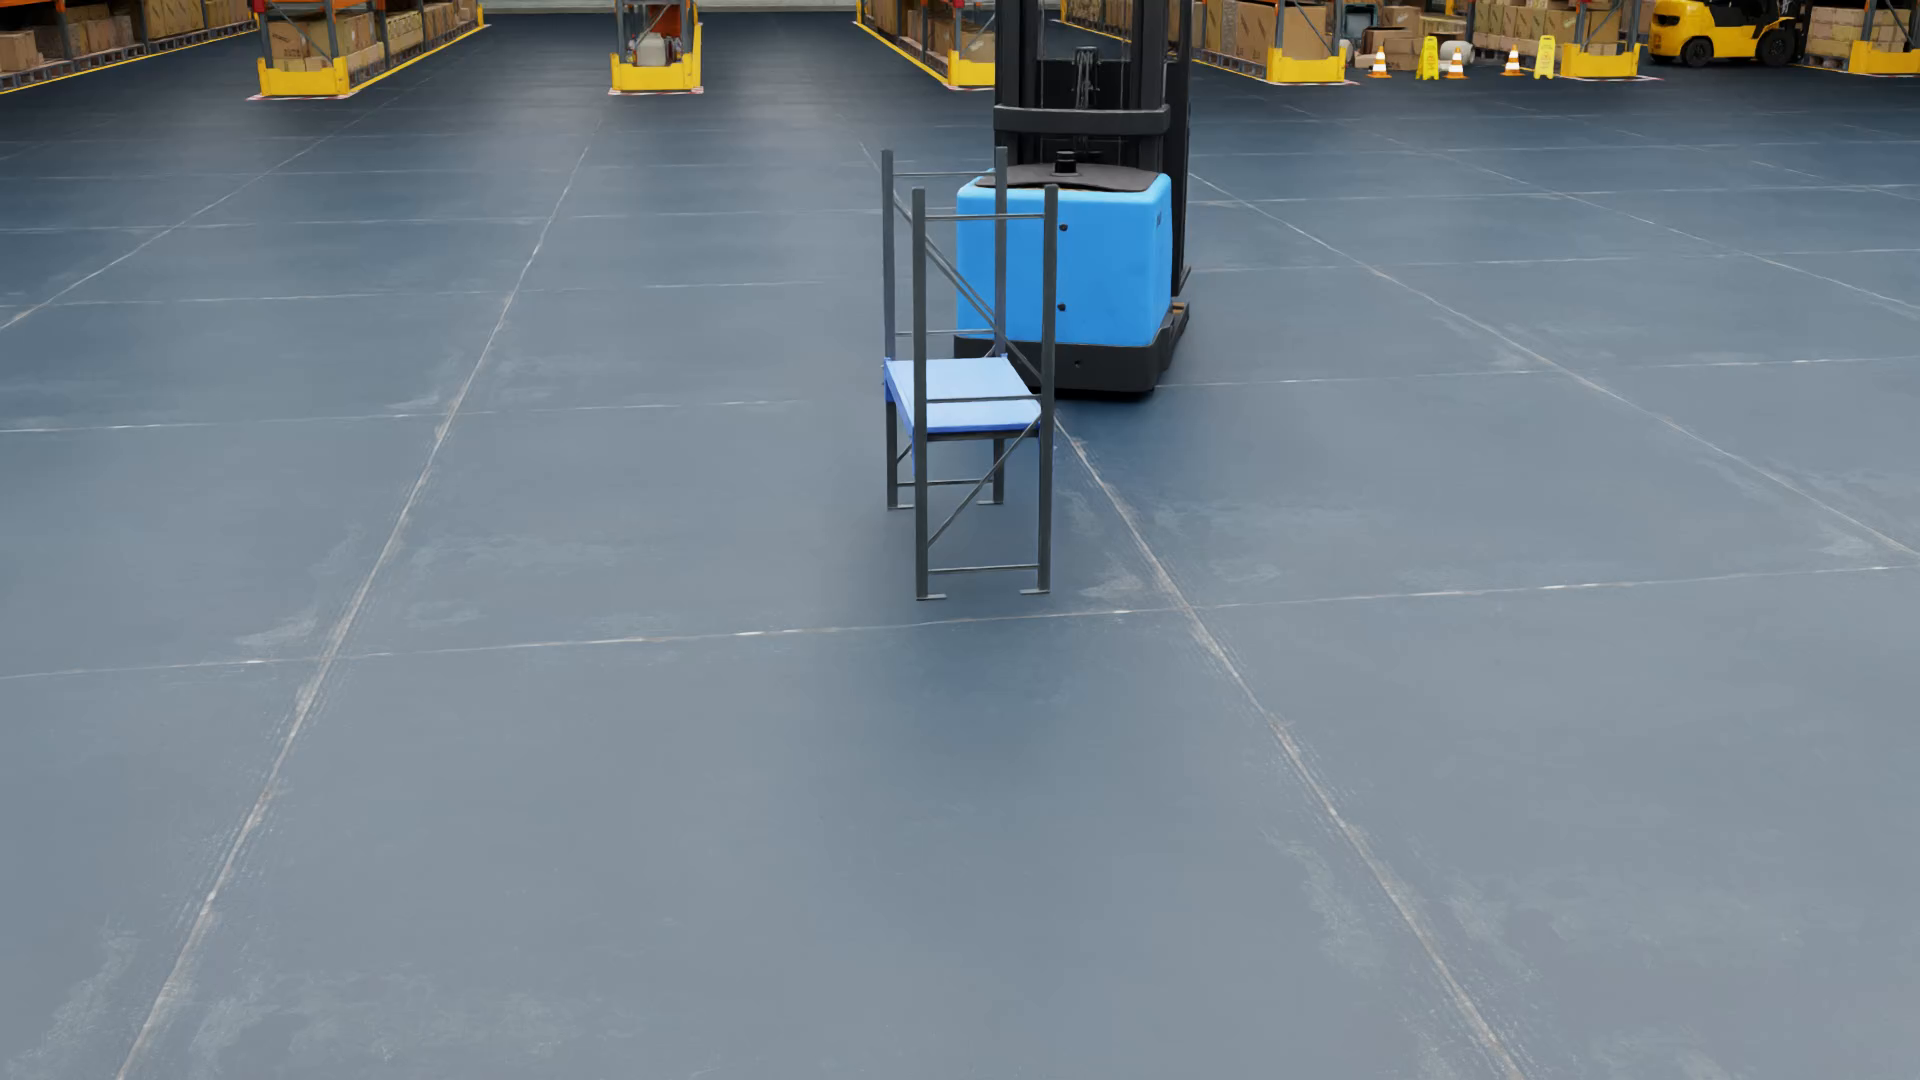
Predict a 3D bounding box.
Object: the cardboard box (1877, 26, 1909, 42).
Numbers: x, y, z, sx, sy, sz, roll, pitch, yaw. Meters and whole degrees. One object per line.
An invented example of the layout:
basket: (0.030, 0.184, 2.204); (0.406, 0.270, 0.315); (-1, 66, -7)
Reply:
cardboard box: (15.276, -8.382, 27.487); (0.500, 0.250, 0.500); (-3, 21, -7)

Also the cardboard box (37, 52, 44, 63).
cardboard box: (-14.754, -7.645, 26.319); (0.380, 0.166, 0.250); (-6, 21, -15)

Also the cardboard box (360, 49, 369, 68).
cardboard box: (-9.454, -7.441, 25.682); (0.500, 0.250, 0.500); (-3, 21, -8)

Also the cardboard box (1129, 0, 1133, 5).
cardboard box: (3.749, -11.075, 33.981); (0.500, 0.250, 0.500); (-3, 21, -7)

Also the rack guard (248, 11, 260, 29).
rack guard: (-16.594, -11.942, 37.976); (1.175, 0.500, 0.348); (-3, 21, -8)

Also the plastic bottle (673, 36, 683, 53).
plastic bottle: (-4.679, -8.207, 27.559); (0.144, 0.351, 0.185); (-3, 21, -9)

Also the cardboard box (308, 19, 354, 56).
cardboard box: (-9.314, -7.446, 24.624); (0.500, 0.500, 0.500); (-3, 21, -8)

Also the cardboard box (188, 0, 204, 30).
cardboard box: (-15.791, -10.691, 33.526); (0.750, 0.750, 0.750); (-3, 21, -7)

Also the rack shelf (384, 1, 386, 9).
rack shelf: (-10.247, -9.557, 29.045); (1.077, 0.370, 4.000); (-3, 21, -8)

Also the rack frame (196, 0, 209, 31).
rack frame: (-16.014, -11.720, 33.809); (1.000, 3.000, 0.127); (-3, 21, -8)

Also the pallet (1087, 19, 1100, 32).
pallet: (3.482, -11.609, 37.497); (1.003, 0.211, 1.213); (-3, 21, -8)

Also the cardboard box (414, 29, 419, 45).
cardboard box: (-10.141, -9.147, 30.248); (0.500, 0.250, 0.500); (-3, 21, -8)

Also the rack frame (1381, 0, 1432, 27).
rack frame: (9.074, -11.584, 33.445); (1.000, 3.000, 0.127); (-3, 21, -8)

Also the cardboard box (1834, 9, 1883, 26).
cardboard box: (14.764, -8.587, 27.321); (0.500, 0.250, 0.500); (-2, 21, -6)

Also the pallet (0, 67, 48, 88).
pallet: (-14.550, -6.990, 25.129); (1.003, 0.211, 1.213); (-3, 21, -8)

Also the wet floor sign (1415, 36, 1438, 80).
wet floor sign: (7.307, -7.517, 25.920); (0.267, 0.644, 0.232); (-7, 21, -17)

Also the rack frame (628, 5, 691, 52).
rack frame: (-5.057, -9.450, 27.730); (1.000, 3.000, 0.127); (-3, 21, -8)

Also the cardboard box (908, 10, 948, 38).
cardboard box: (-0.616, -9.889, 31.849); (0.700, 0.500, 0.500); (-4, 21, -11)

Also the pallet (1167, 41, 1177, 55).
pallet: (4.402, -9.295, 31.302); (1.003, 0.211, 1.213); (-3, 21, -8)

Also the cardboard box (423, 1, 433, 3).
cardboard box: (-11.475, -11.189, 35.331); (0.500, 0.500, 0.500); (-3, 21, -8)

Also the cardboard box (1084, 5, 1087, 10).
cardboard box: (3.107, -12.425, 38.744); (0.380, 0.149, 0.250); (-2, 21, -5)

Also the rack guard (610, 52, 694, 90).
rack guard: (-4.538, -6.918, 24.524); (1.175, 0.500, 0.348); (-3, 21, -8)

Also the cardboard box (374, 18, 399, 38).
cardboard box: (-9.839, -8.702, 28.256); (0.500, 0.311, 0.500); (-3, 21, -8)

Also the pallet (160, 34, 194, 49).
pallet: (-15.649, -9.727, 32.458); (1.003, 0.211, 1.213); (-3, 21, -8)

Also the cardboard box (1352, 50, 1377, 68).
cardboard box: (6.837, -8.132, 28.109); (0.396, 0.266, 0.258); (1, 20, 2)

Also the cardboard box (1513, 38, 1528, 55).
cardboard box: (9.697, -8.350, 28.116); (0.500, 0.250, 0.500); (-4, 21, -10)

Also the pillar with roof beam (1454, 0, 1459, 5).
pillar with roof beam: (9.075, -18.178, 42.525); (9.100, 9.000, 0.400); (-3, 21, -8)

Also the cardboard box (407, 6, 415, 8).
cardboard box: (-11.059, -10.294, 32.934); (0.500, 0.500, 0.500); (-4, 21, -10)

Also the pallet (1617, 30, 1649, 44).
pallet: (14.065, -10.243, 33.839); (1.003, 0.211, 1.213); (-3, 21, -8)

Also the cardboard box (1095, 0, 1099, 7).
cardboard box: (3.229, -12.021, 37.239); (0.380, 0.149, 0.250); (-3, 21, -7)

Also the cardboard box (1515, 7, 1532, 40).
cardboard box: (9.709, -8.694, 27.965); (0.500, 0.500, 0.500); (-3, 21, -9)

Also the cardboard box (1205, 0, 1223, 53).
cardboard box: (4.788, -8.895, 28.681); (0.875, 0.875, 0.875); (-3, 21, -7)

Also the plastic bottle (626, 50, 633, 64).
plastic bottle: (-5.179, -7.574, 26.078); (0.097, 0.201, 0.097); (0, 20, 0)

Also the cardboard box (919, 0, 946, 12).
cardboard box: (-0.520, -10.057, 31.229); (0.500, 0.250, 0.500); (-1, 20, -2)

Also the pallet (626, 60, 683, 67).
pallet: (-4.822, -7.486, 26.457); (1.003, 0.211, 1.213); (-3, 21, -8)

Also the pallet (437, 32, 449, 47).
pallet: (-10.779, -9.962, 33.087); (1.003, 0.211, 1.213); (-3, 21, -8)

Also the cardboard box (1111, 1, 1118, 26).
cardboard box: (3.536, -11.258, 35.544); (0.500, 0.500, 0.500); (-2, 21, -5)

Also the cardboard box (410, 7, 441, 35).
cardboard box: (-10.467, -10.148, 32.544); (0.500, 0.500, 0.500); (-3, 21, -8)

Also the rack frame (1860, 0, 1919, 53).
rack frame: (15.139, -9.066, 26.703); (1.000, 3.000, 0.127); (-3, 21, -8)

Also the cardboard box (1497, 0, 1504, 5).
cardboard box: (9.503, -9.321, 28.717); (0.380, 0.149, 0.250); (-2, 21, -6)

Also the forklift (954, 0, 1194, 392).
forklift: (0.789, -2.613, 9.523); (1.130, 2.935, 3.031); (4, 21, 12)

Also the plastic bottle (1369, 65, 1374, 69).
plastic bottle: (6.921, -7.882, 27.733); (0.133, 0.061, 0.283); (-11, 23, -26)

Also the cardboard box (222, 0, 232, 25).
cardboard box: (-16.161, -11.362, 35.822); (0.700, 0.500, 0.500); (-2, 21, -6)

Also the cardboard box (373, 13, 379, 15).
cardboard box: (-10.667, -9.380, 30.071); (0.500, 0.311, 0.500); (-3, 21, -9)

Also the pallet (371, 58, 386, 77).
pallet: (-9.886, -7.618, 26.810); (1.003, 0.211, 1.213); (-3, 21, -8)

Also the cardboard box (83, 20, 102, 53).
cardboard box: (-15.141, -8.594, 28.384); (0.700, 0.500, 0.500); (-3, 21, -7)

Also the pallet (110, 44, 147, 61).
pallet: (-15.326, -8.758, 29.864); (1.003, 0.211, 1.213); (-3, 21, -8)

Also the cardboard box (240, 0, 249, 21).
cardboard box: (-16.391, -11.893, 37.245); (0.700, 0.500, 0.500); (-3, 21, -8)

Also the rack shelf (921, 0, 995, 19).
rack shelf: (0.132, -8.670, 26.671); (1.077, 0.370, 4.000); (-3, 21, -8)

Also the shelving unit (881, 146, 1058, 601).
shelving unit: (0.012, -0.673, 6.375); (0.538, 1.500, 1.048); (-3, 21, -8)

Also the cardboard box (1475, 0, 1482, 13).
cardboard box: (12.911, -13.117, 40.522); (0.700, 0.500, 0.500); (-2, 21, -6)

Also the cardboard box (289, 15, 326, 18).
cardboard box: (-9.984, -7.766, 25.479); (0.500, 0.500, 0.500); (-3, 21, -8)

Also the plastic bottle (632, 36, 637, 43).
plastic bottle: (-5.324, -8.049, 27.138); (0.144, 0.351, 0.185); (-4, 21, -10)

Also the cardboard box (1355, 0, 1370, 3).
cardboard box: (8.932, -11.338, 35.223); (0.875, 0.875, 0.875); (-3, 21, -7)

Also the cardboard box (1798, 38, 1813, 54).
cardboard box: (14.633, -8.468, 28.431); (0.500, 0.250, 0.500); (-3, 21, -7)
